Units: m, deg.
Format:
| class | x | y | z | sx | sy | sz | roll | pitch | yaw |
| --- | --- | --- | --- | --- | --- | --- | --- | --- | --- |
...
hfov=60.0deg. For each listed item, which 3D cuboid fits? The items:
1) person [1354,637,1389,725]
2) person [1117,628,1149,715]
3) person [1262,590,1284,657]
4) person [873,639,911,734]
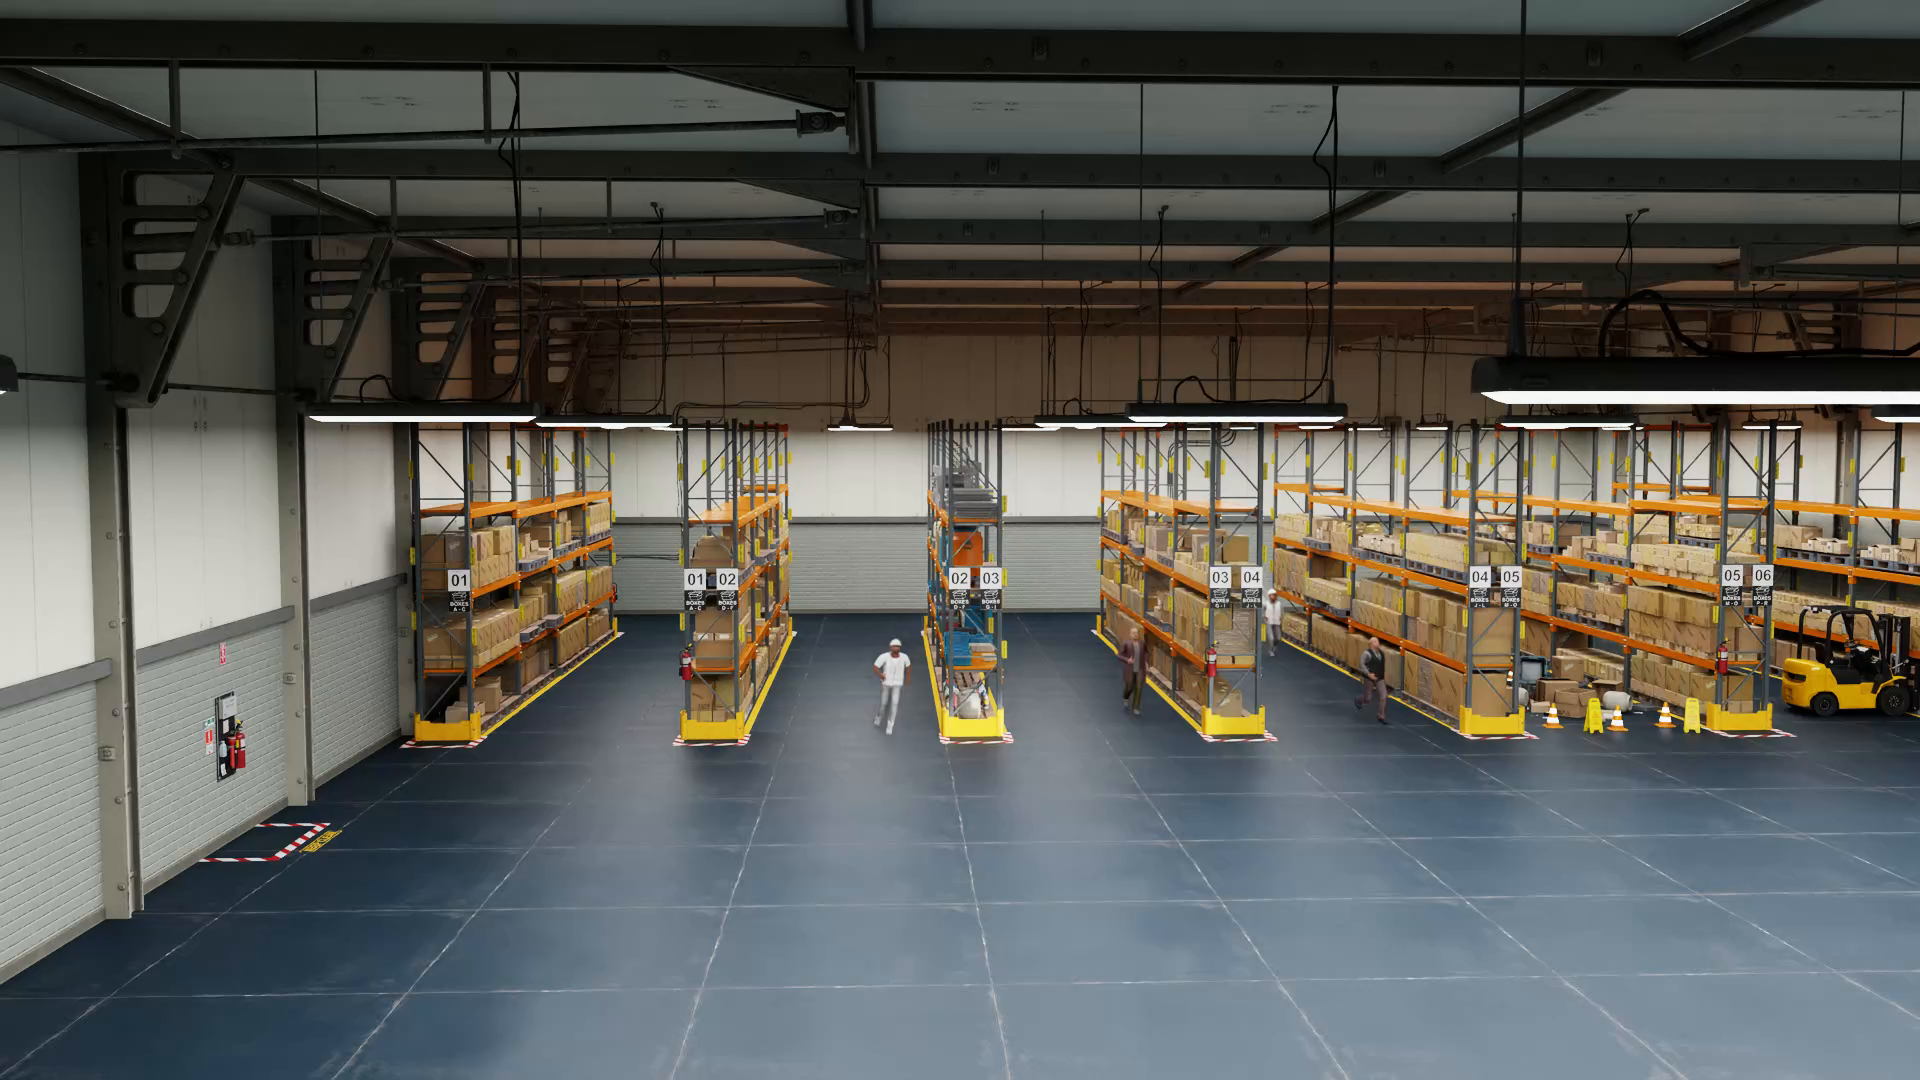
| class | x | y | z | sx | sy | sz | roll | pitch | yaw |
| --- | --- | --- | --- | --- | --- | --- | --- | --- | --- |
| person | 8.215 | 2.782 | 33.084 | 0.643 | 1.710 | 0.999 | -1 | 4 | -17 |
| person | 3.553 | 2.663 | 34.031 | 0.718 | 1.746 | 0.833 | -1 | 4 | -8 |
| person | 8.009 | 2.132 | 42.630 | 0.656 | 1.722 | 0.606 | 0 | 4 | -3 |
| person | -1.302 | 2.799 | 32.041 | 0.758 | 1.784 | 0.824 | -1 | 4 | -8 |
